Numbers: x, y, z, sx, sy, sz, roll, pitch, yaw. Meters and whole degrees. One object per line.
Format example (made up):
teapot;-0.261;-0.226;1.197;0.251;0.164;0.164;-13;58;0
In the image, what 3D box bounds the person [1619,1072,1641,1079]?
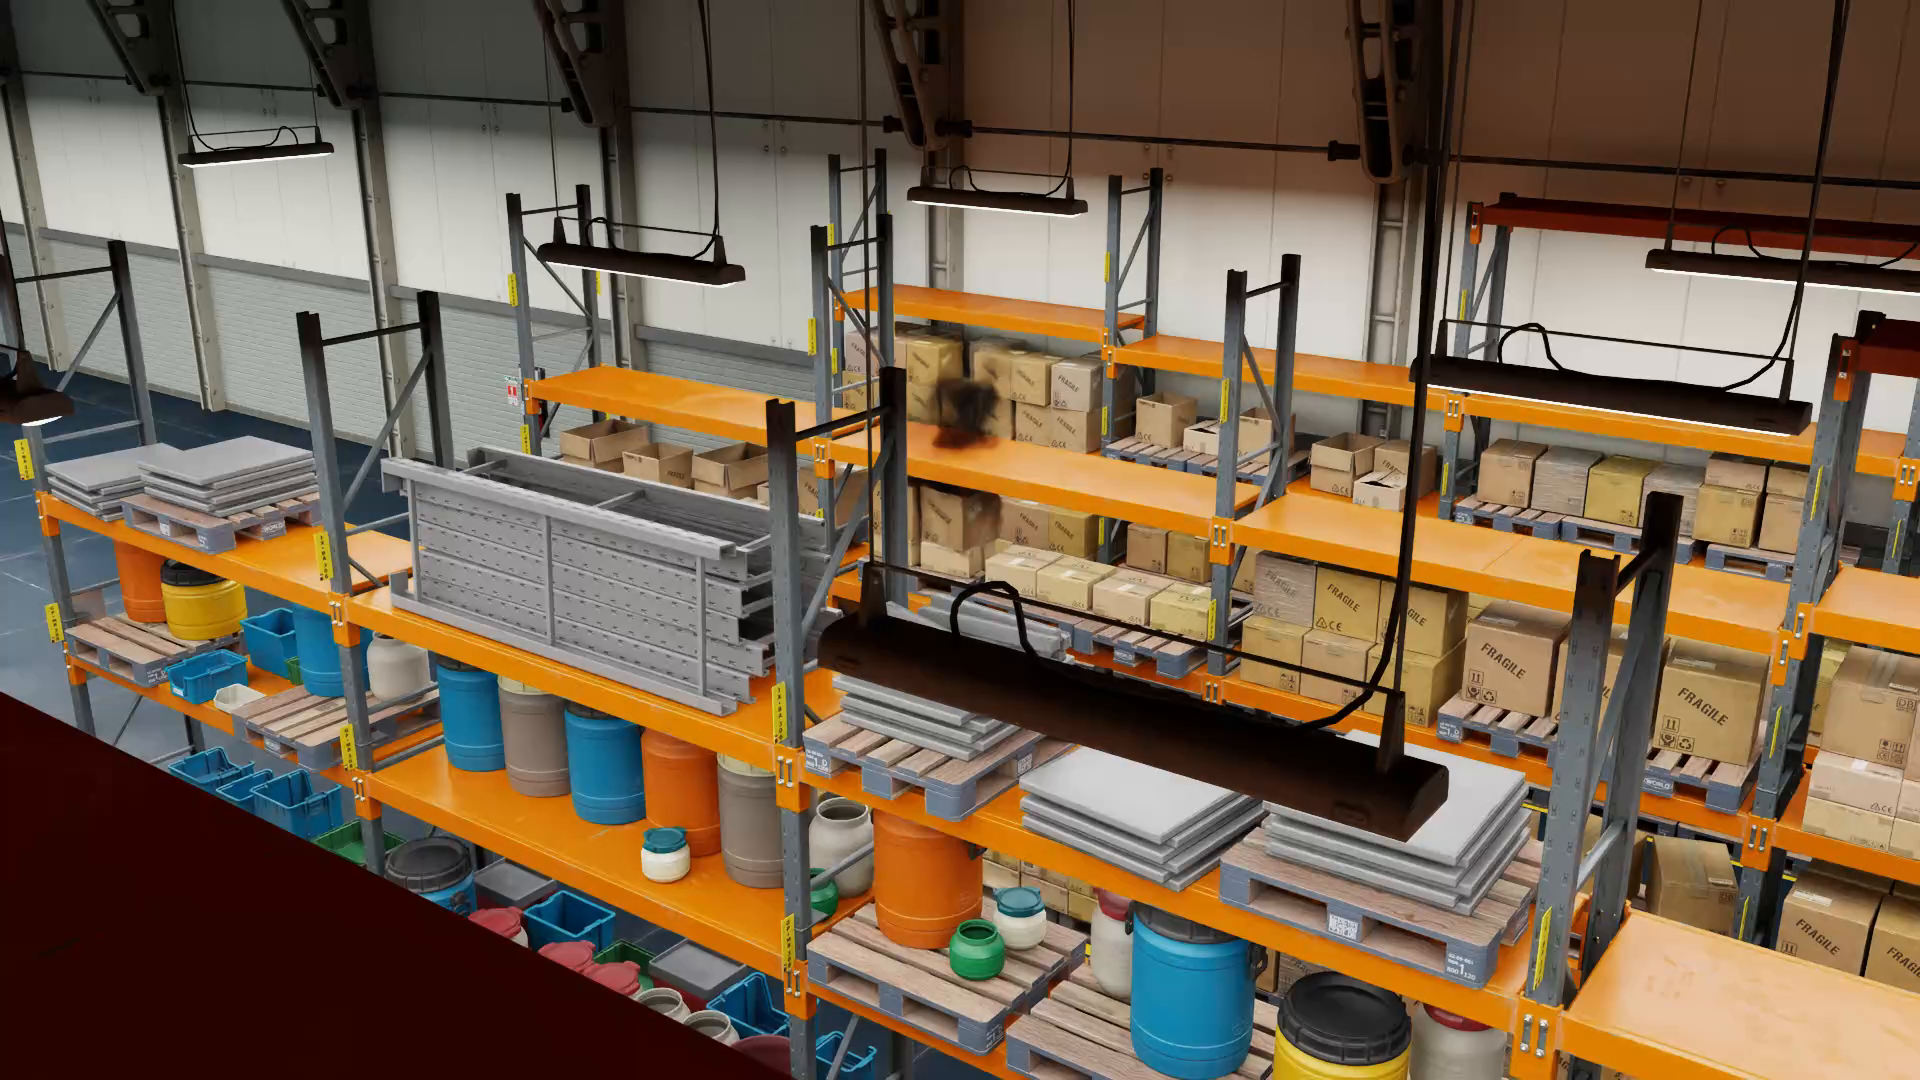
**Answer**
person;4.186;4.033;10.354;1.187;1.791;0.677;10;21;28
